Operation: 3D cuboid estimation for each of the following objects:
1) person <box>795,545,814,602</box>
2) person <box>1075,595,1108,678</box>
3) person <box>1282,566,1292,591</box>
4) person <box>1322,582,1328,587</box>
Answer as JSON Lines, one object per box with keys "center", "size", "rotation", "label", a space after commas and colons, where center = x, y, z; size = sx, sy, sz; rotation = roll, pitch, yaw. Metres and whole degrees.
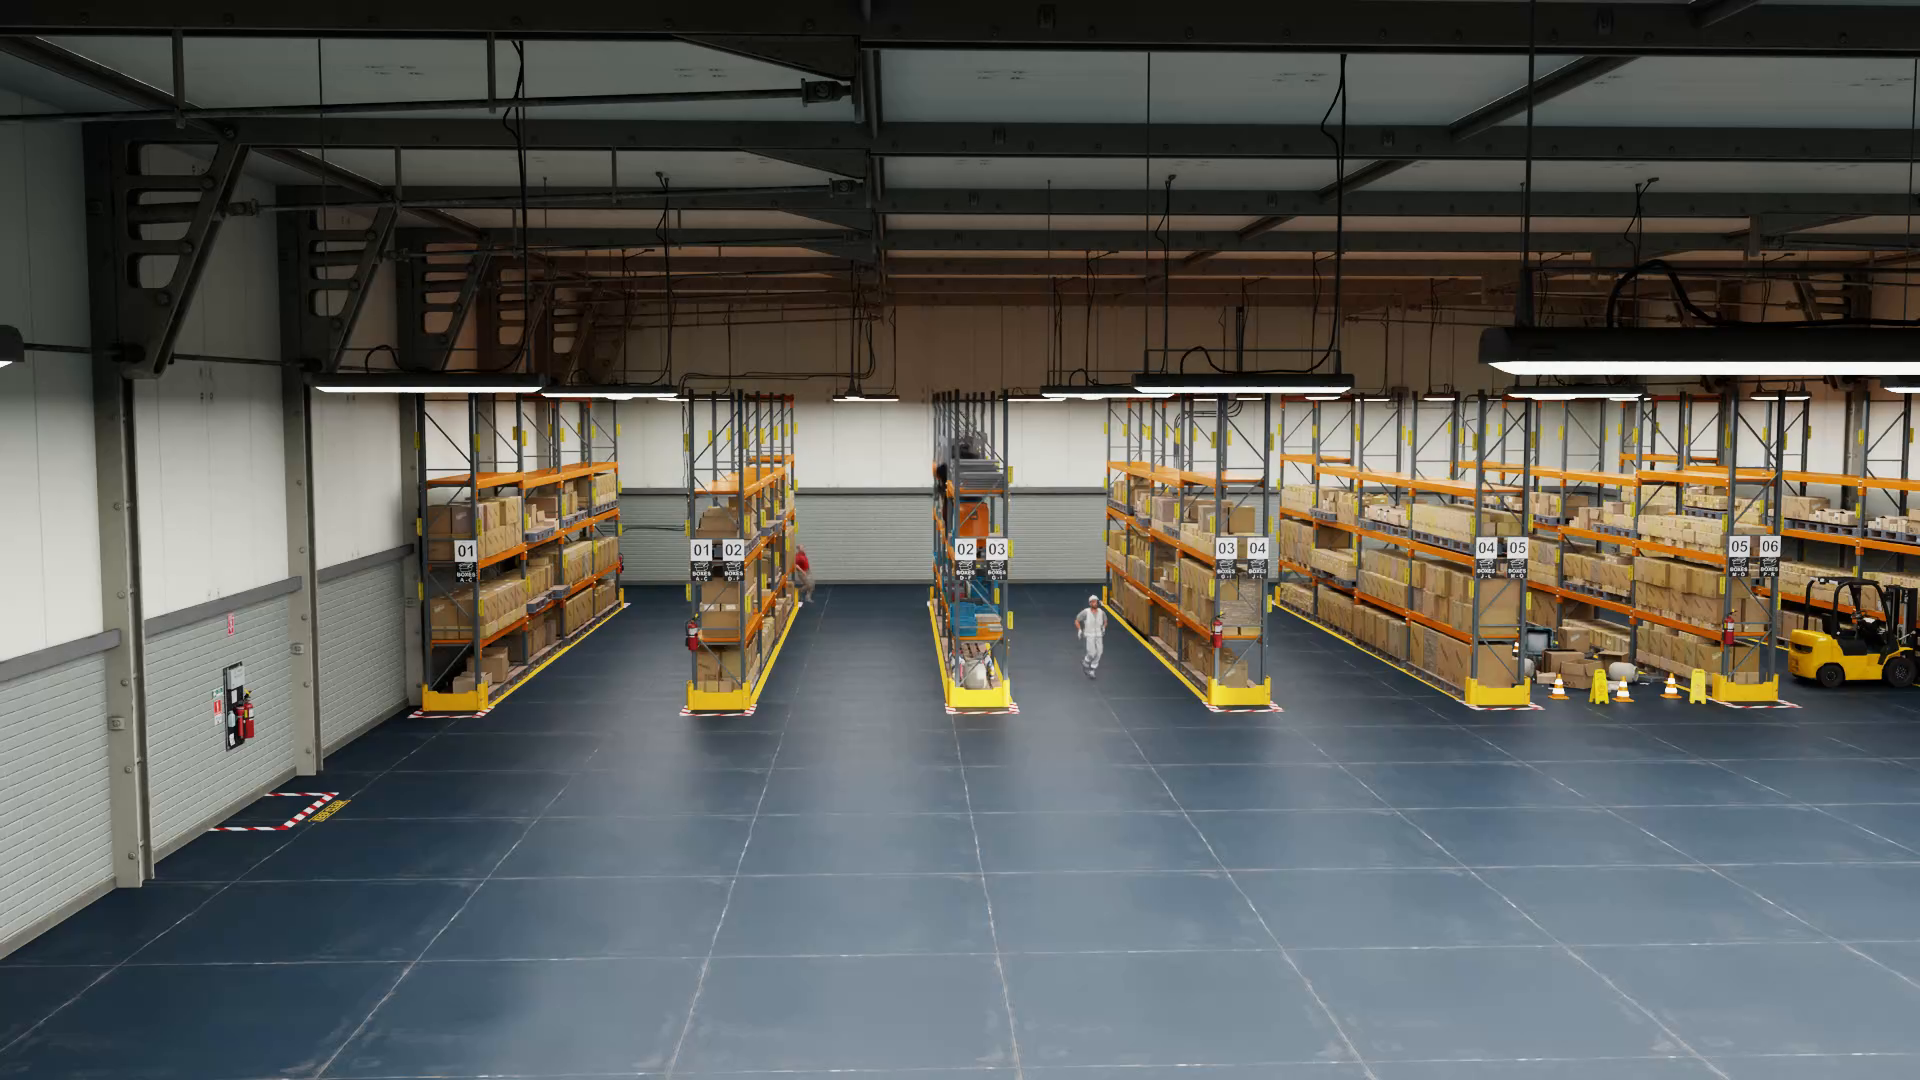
{"center": [-4.518, 0.978, 48.137], "size": [0.537, 1.680, 0.717], "rotation": [1, 5, 14], "label": "person"}
{"center": [2.788, 2.023, 34.561], "size": [0.656, 1.738, 0.586], "rotation": [-1, 5, -16], "label": "person"}
{"center": [9.636, 0.894, 48.884], "size": [0.755, 1.724, 0.744], "rotation": [2, 5, 18], "label": "person"}
{"center": [10.944, 0.902, 49.086], "size": [0.935, 1.665, 0.617], "rotation": [0, 5, -1], "label": "person"}
